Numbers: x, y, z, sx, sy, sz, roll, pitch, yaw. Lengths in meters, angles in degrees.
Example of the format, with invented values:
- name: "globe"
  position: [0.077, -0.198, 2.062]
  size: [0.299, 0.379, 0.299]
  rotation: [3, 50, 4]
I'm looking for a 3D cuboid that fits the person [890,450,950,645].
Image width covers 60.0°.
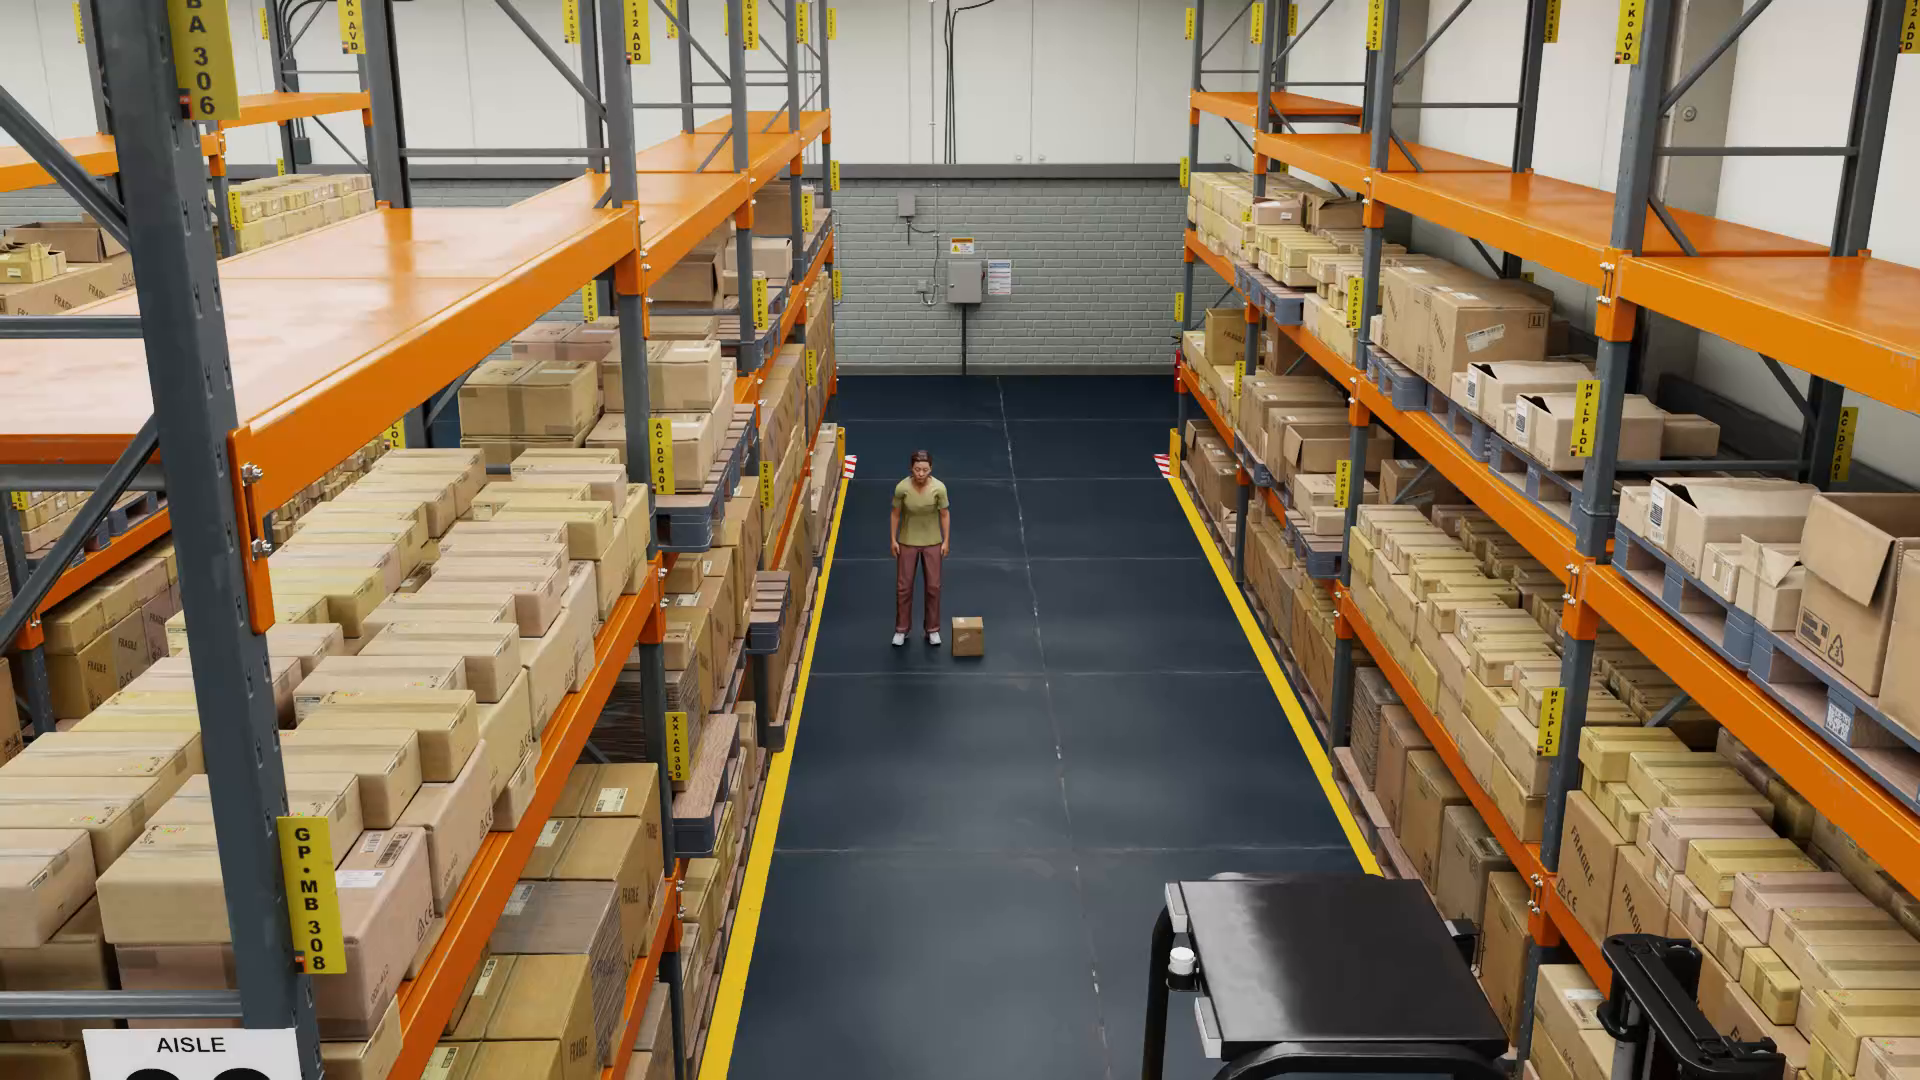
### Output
- name: "person"
  position: [-0.333, 0.050, 13.888]
  size: [0.498, 1.672, 0.360]
  rotation: [0, 17, -1]
